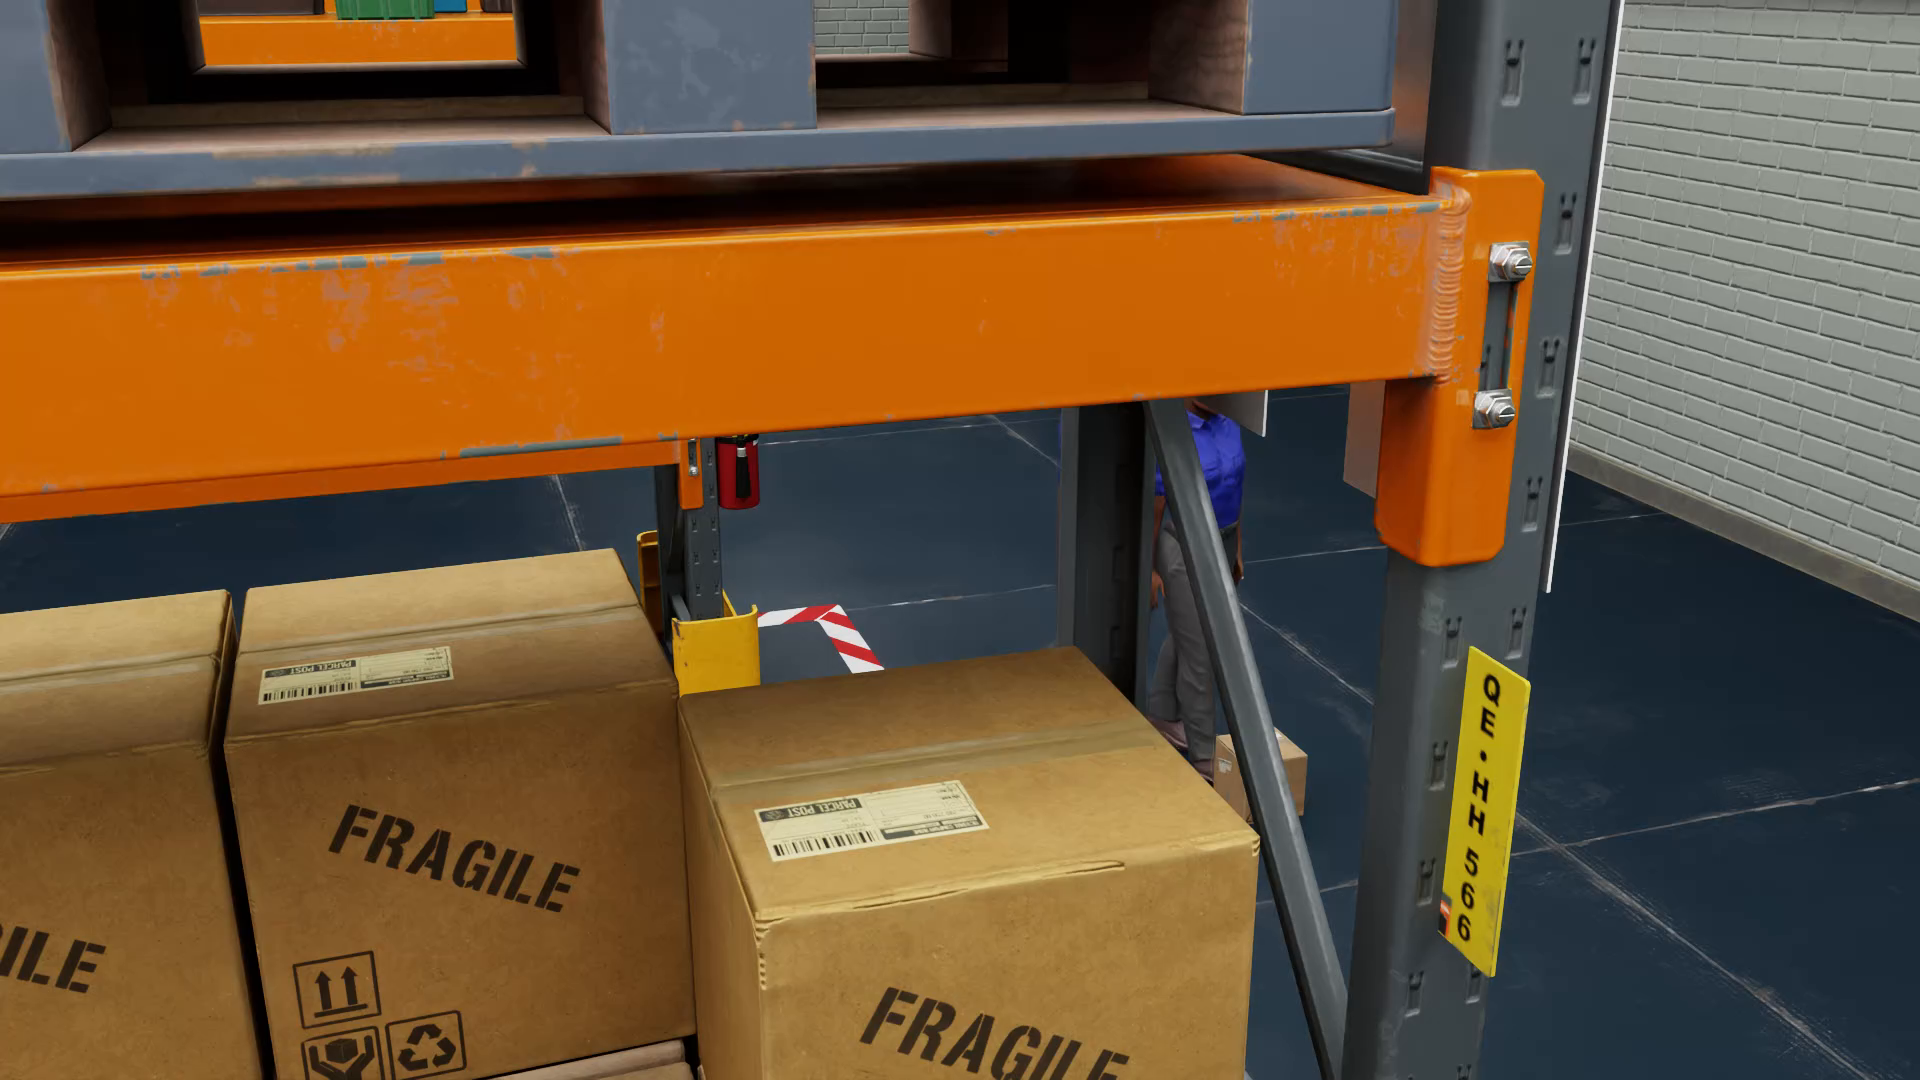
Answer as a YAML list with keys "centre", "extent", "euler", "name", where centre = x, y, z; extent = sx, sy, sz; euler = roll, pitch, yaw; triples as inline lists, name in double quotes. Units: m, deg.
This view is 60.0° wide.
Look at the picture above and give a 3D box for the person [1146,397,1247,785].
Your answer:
- centre: [0.955, 0.091, 6.293]
  extent: [0.451, 1.651, 0.665]
  euler: [-17, 25, -39]
  name: "person"
